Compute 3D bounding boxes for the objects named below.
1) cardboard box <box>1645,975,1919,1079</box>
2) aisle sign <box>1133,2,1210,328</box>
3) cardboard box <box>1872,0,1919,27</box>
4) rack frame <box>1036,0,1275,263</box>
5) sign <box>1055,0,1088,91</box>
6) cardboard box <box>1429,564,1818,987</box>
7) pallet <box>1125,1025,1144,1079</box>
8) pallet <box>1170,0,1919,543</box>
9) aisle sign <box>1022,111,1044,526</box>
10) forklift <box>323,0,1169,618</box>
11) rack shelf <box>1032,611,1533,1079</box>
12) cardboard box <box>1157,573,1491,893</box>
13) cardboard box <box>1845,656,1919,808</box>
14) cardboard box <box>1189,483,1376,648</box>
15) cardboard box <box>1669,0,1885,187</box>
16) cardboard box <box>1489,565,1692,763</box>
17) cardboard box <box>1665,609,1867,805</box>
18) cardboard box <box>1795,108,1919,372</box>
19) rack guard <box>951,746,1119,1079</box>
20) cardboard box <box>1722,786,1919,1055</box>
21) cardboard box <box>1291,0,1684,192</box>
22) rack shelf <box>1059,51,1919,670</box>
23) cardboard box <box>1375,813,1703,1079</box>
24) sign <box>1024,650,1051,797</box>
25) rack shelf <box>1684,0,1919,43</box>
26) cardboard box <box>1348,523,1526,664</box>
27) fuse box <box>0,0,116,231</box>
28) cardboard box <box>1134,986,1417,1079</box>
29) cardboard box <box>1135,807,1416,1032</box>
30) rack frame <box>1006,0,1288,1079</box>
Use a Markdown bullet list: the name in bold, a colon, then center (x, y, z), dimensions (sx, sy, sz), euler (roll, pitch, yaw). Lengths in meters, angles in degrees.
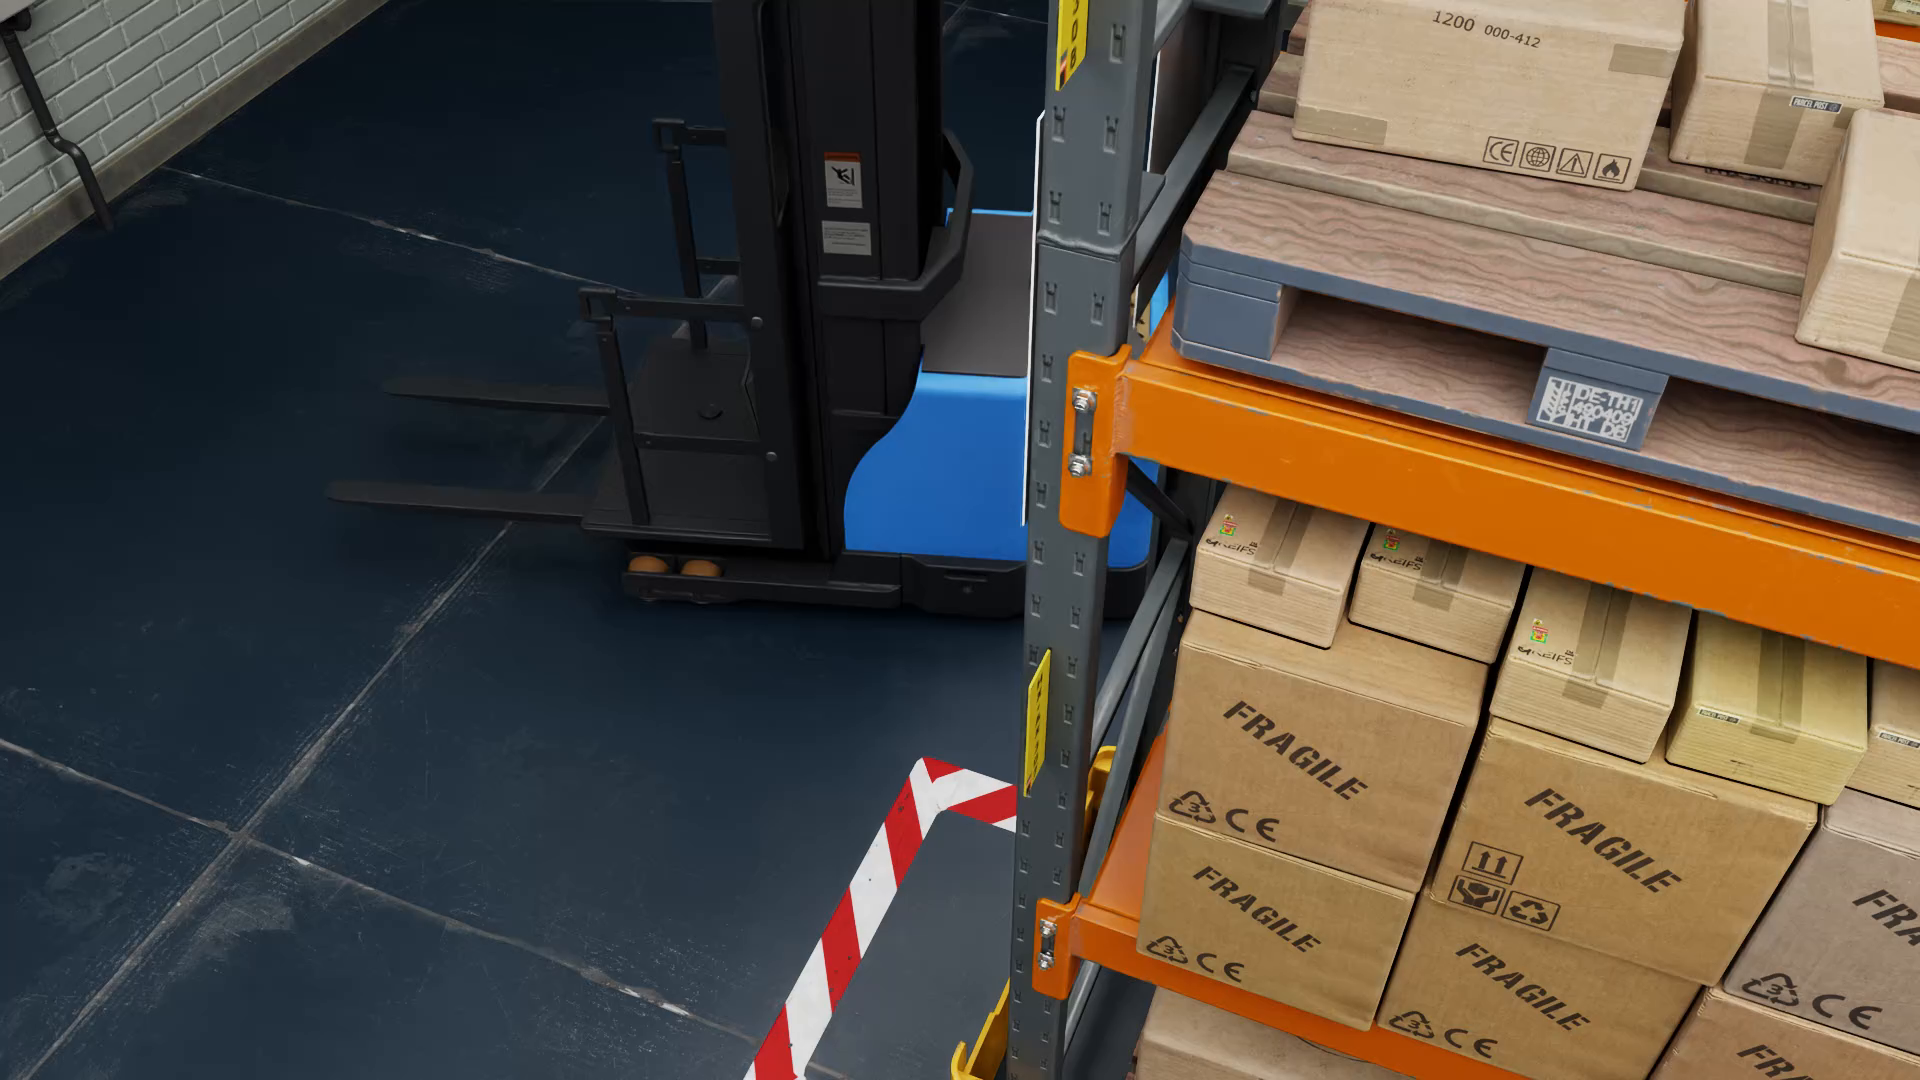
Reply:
- **cardboard box**: center (1.635, 0.872, 3.176), dimensions (0.500, 0.500, 0.500), euler (16, 47, 16)
- **aisle sign**: center (0.416, -0.822, 3.106), dimensions (0.004, 0.787, 0.394), euler (16, 47, 16)
- **cardboard box**: center (3.638, -2.172, 6.485), dimensions (0.250, 0.149, 0.380), euler (15, 47, 15)
- **rack frame**: center (0.363, -1.806, 1.685), dimensions (0.127, 3.000, 1.000), euler (16, 47, 16)
- **sign**: center (0.143, -0.721, 2.045), dimensions (0.005, 0.325, 0.100), euler (16, 47, 16)
- **cardboard box**: center (1.176, 0.382, 2.959), dimensions (0.500, 0.500, 0.500), euler (15, 47, 15)
- **pallet**: center (1.131, 1.476, 4.617), dimensions (1.213, 0.211, 1.003), euler (16, 47, 16)
- **pallet**: center (1.051, -0.516, 2.579), dimensions (1.213, 0.211, 1.003), euler (16, 47, 16)
- **aisle sign**: center (0.185, -0.431, 2.714), dimensions (0.004, 0.787, 0.394), euler (16, 47, 16)
- **forklift**: center (-0.799, -1.176, 5.354), dimensions (3.031, 2.935, 1.130), euler (4, 45, 4)
- **rack shelf**: center (2.209, 1.119, 3.509), dimensions (4.000, 0.370, 1.077), euler (16, 47, 16)
- **cardboard box**: center (0.696, 0.247, 3.096), dimensions (0.500, 0.500, 0.500), euler (15, 47, 15)
- **cardboard box**: center (1.561, 0.244, 2.638), dimensions (0.250, 0.149, 0.380), euler (17, 47, 16)
- **cardboard box**: center (0.584, -0.022, 2.906), dimensions (0.250, 0.149, 0.380), euler (17, 47, 17)
- **cardboard box**: center (1.230, -0.712, 2.522), dimensions (0.250, 0.149, 0.380), euler (13, 46, 13)
- **cardboard box**: center (1.049, 0.148, 2.735), dimensions (0.250, 0.149, 0.380), euler (18, 48, 17)
- **cardboard box**: center (1.299, 0.207, 2.675), dimensions (0.250, 0.149, 0.380), euler (15, 47, 15)
- **cardboard box**: center (1.278, -0.393, 2.201), dimensions (0.250, 0.149, 0.380), euler (18, 48, 17)
- **rack guard**: center (0.341, 1.200, 4.689), dimensions (0.348, 0.500, 1.175), euler (16, 47, 16)
- **cardboard box**: center (1.654, 0.517, 2.824), dimensions (0.500, 0.500, 0.500), euler (16, 47, 16)
- **cardboard box**: center (0.813, -0.810, 2.548), dimensions (0.500, 0.250, 0.500), euler (12, 46, 12)
- **rack shelf**: center (2.209, 0.056, 2.451), dimensions (4.000, 0.370, 1.077), euler (16, 47, 16)
- **cardboard box**: center (1.173, 0.722, 3.327), dimensions (0.500, 0.500, 0.500), euler (16, 47, 15)
- **sign**: center (0.143, 0.346, 3.106), dimensions (0.005, 0.325, 0.100), euler (16, 47, 16)
- **rack shelf**: center (4.116, -2.113, 6.757), dimensions (4.000, 0.370, 1.077), euler (16, 47, 16)
- **cardboard box**: center (0.853, 0.002, 2.881), dimensions (0.250, 0.149, 0.380), euler (17, 47, 17)
- **fuse box**: center (-3.907, -2.066, 7.113), dimensions (0.414, 1.711, 0.539), euler (16, 47, 16)
- **cardboard box**: center (1.010, 1.194, 4.442), dimensions (0.875, 0.438, 0.875), euler (15, 47, 15)
- **cardboard box**: center (0.695, 0.603, 3.447), dimensions (0.500, 0.500, 0.500), euler (16, 47, 16)
- **rack frame**: center (0.363, 0.321, 3.801), dimensions (0.127, 3.000, 1.000), euler (16, 47, 16)
